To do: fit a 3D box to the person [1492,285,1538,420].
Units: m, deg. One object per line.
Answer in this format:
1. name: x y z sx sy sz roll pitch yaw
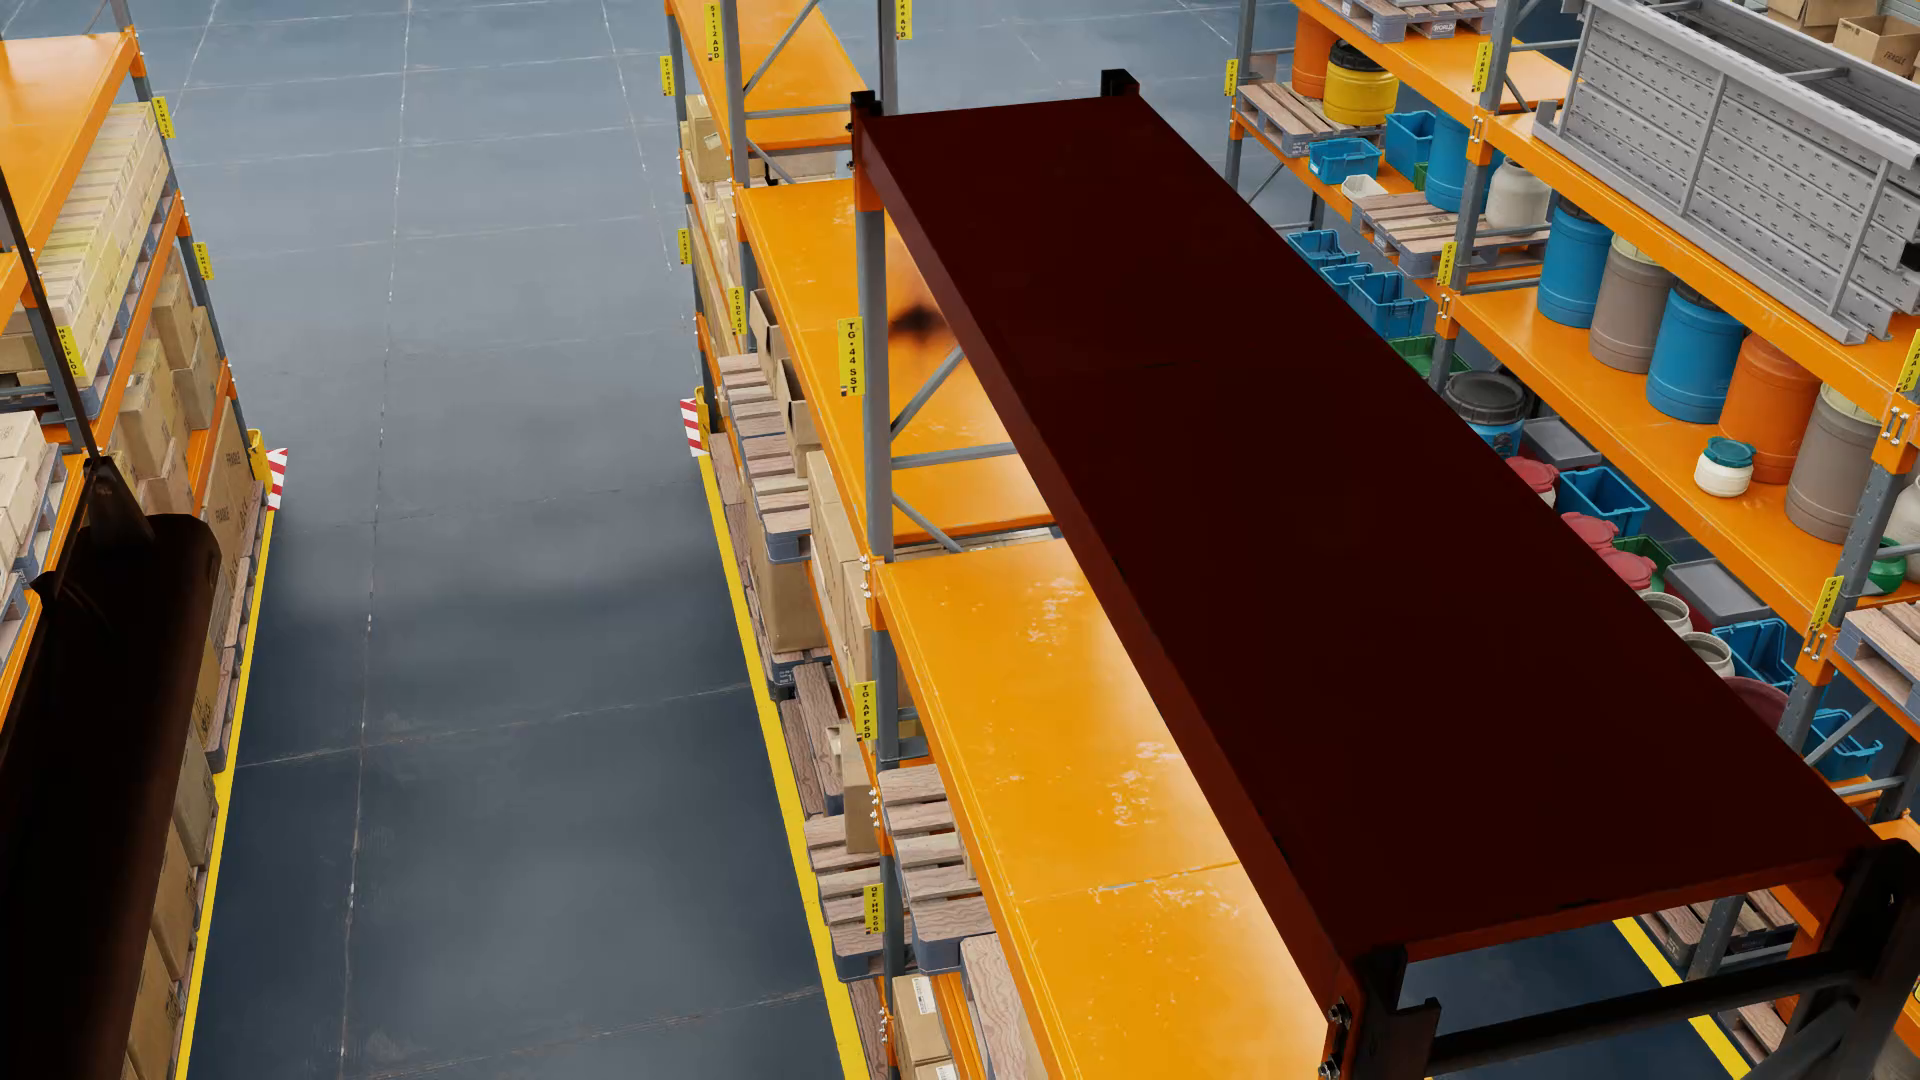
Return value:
1. person: 4.989 -1.479 14.800 0.643 1.710 0.995 -4 35 -6
